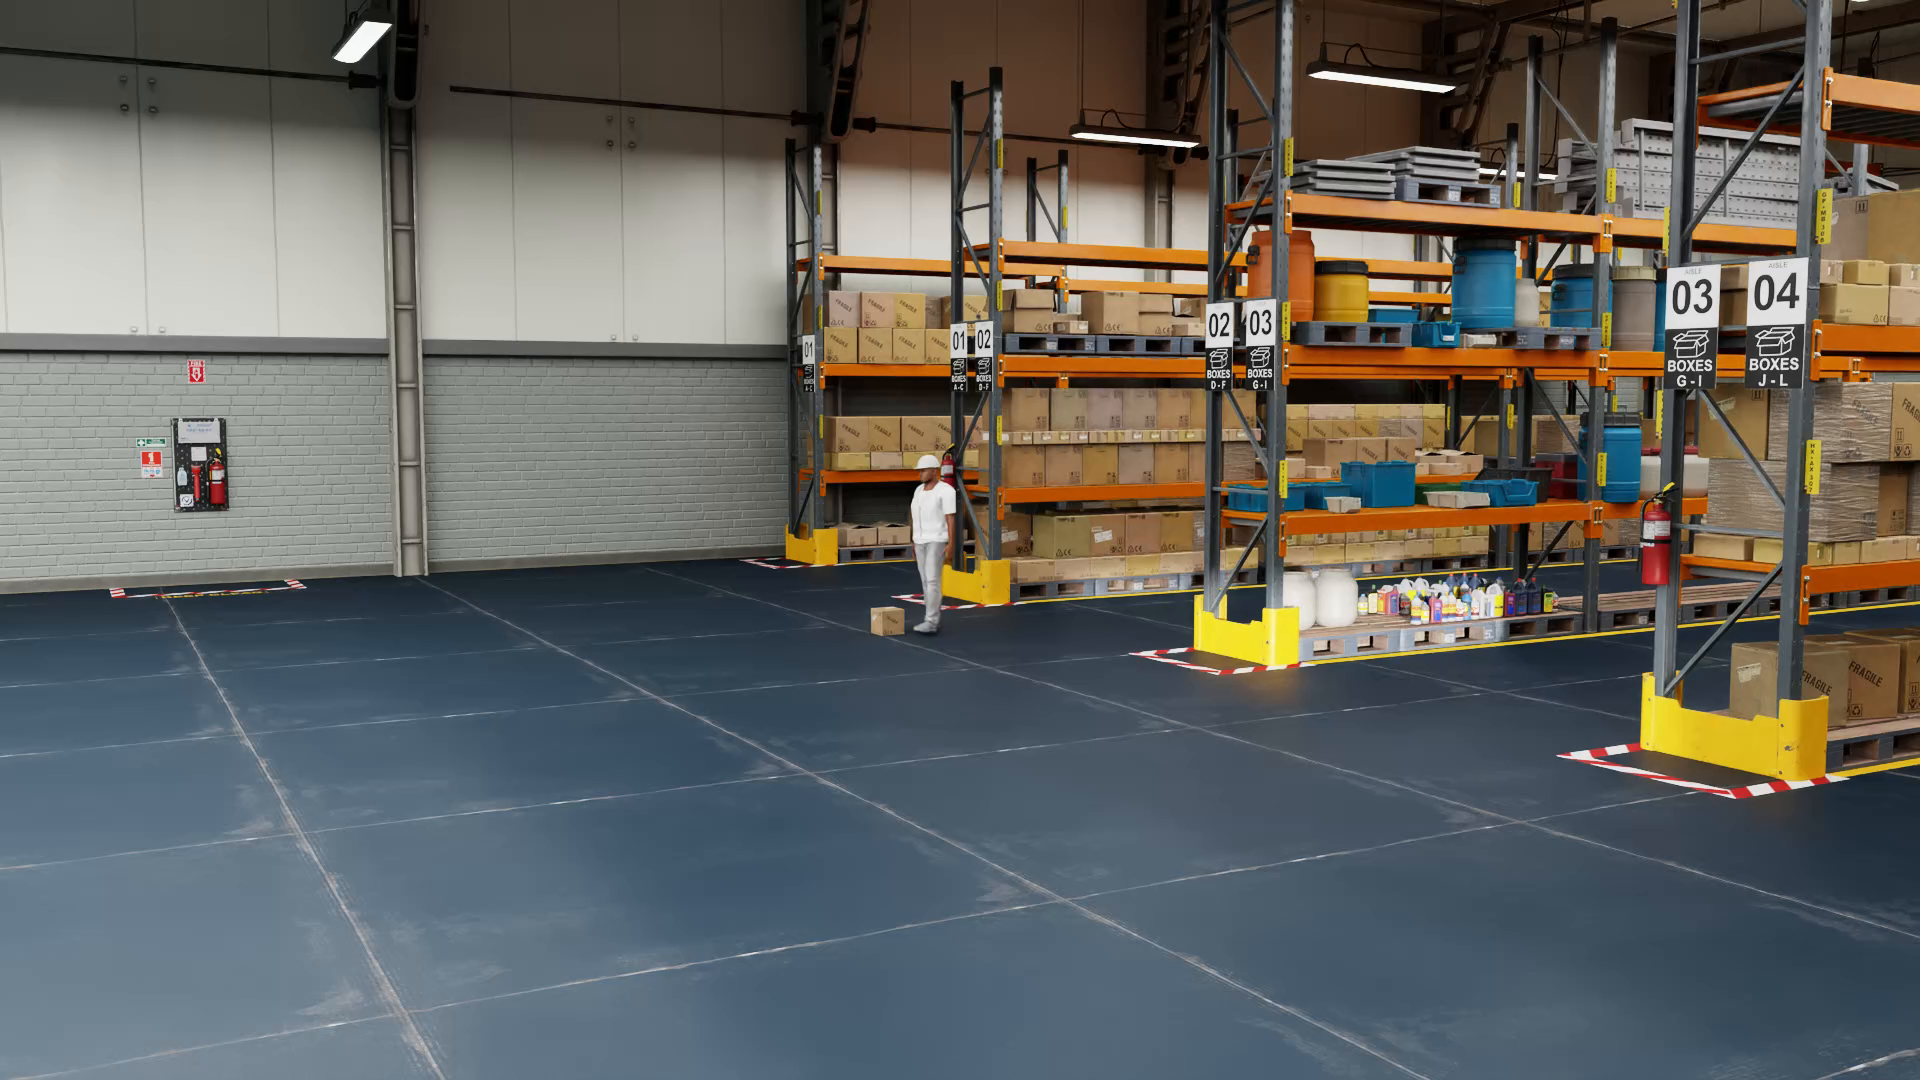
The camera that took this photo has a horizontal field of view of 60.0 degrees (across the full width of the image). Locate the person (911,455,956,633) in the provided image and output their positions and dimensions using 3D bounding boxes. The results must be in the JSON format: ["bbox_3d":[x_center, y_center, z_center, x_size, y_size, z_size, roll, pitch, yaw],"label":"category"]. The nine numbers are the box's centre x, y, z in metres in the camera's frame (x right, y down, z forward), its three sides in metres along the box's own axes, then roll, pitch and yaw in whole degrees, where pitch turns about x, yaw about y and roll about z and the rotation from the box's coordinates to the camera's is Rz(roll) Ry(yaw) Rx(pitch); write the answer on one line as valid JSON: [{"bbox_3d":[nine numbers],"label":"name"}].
[{"bbox_3d":[-0.369,0.035,16.655,0.617,1.767,0.584,-5,7,-43],"label":"person"}]
